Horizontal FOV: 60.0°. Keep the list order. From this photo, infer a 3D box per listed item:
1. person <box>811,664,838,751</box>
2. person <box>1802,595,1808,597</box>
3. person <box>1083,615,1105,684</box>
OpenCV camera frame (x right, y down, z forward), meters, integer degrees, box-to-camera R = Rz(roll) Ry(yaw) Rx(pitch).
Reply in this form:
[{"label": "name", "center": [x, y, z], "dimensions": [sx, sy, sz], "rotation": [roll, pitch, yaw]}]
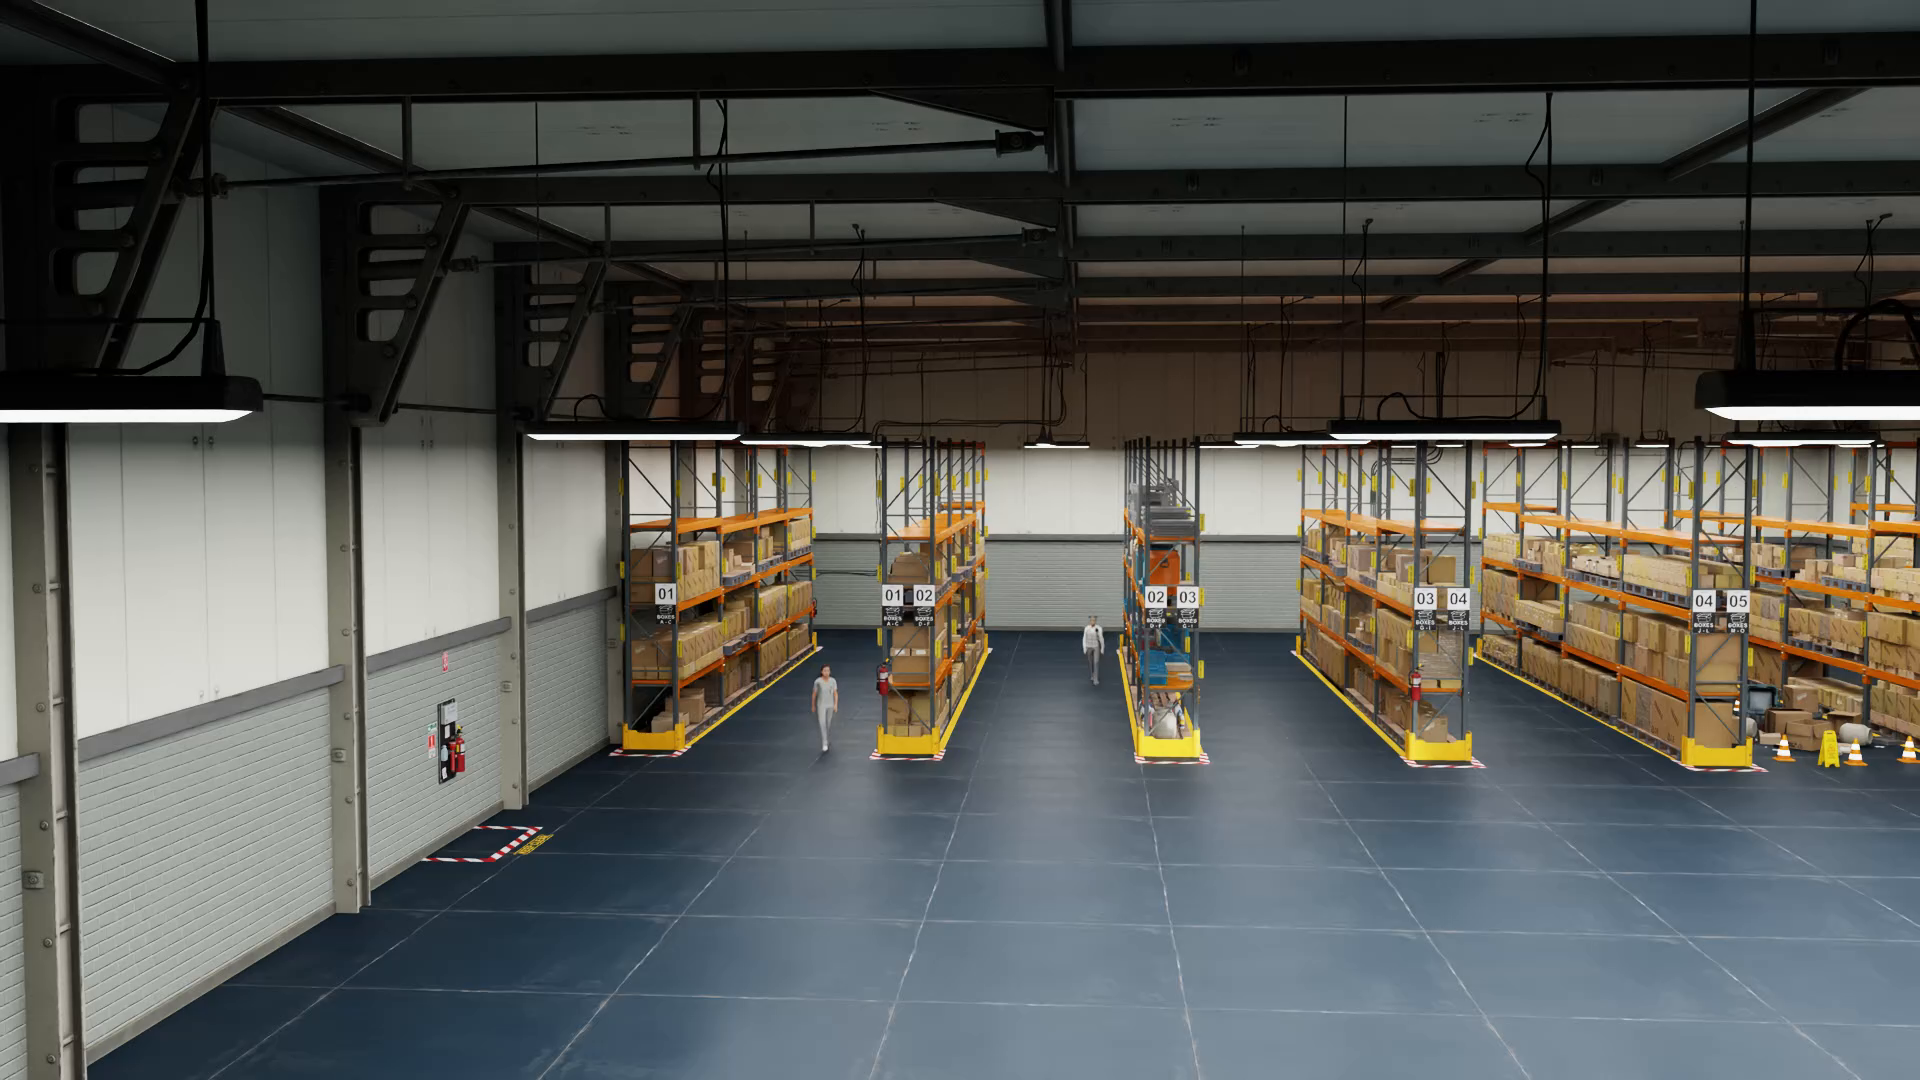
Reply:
[{"label": "person", "center": [-2.558, 3.184, 31.746], "dimensions": [0.496, 1.624, 0.953], "rotation": [-2, 3, -27]}, {"label": "person", "center": [24.187, 2.413, 47.547], "dimensions": [0.916, 1.510, 0.485], "rotation": [0, 3, -2]}, {"label": "person", "center": [3.282, 2.680, 41.142], "dimensions": [0.512, 1.657, 0.840], "rotation": [1, 3, 20]}]
